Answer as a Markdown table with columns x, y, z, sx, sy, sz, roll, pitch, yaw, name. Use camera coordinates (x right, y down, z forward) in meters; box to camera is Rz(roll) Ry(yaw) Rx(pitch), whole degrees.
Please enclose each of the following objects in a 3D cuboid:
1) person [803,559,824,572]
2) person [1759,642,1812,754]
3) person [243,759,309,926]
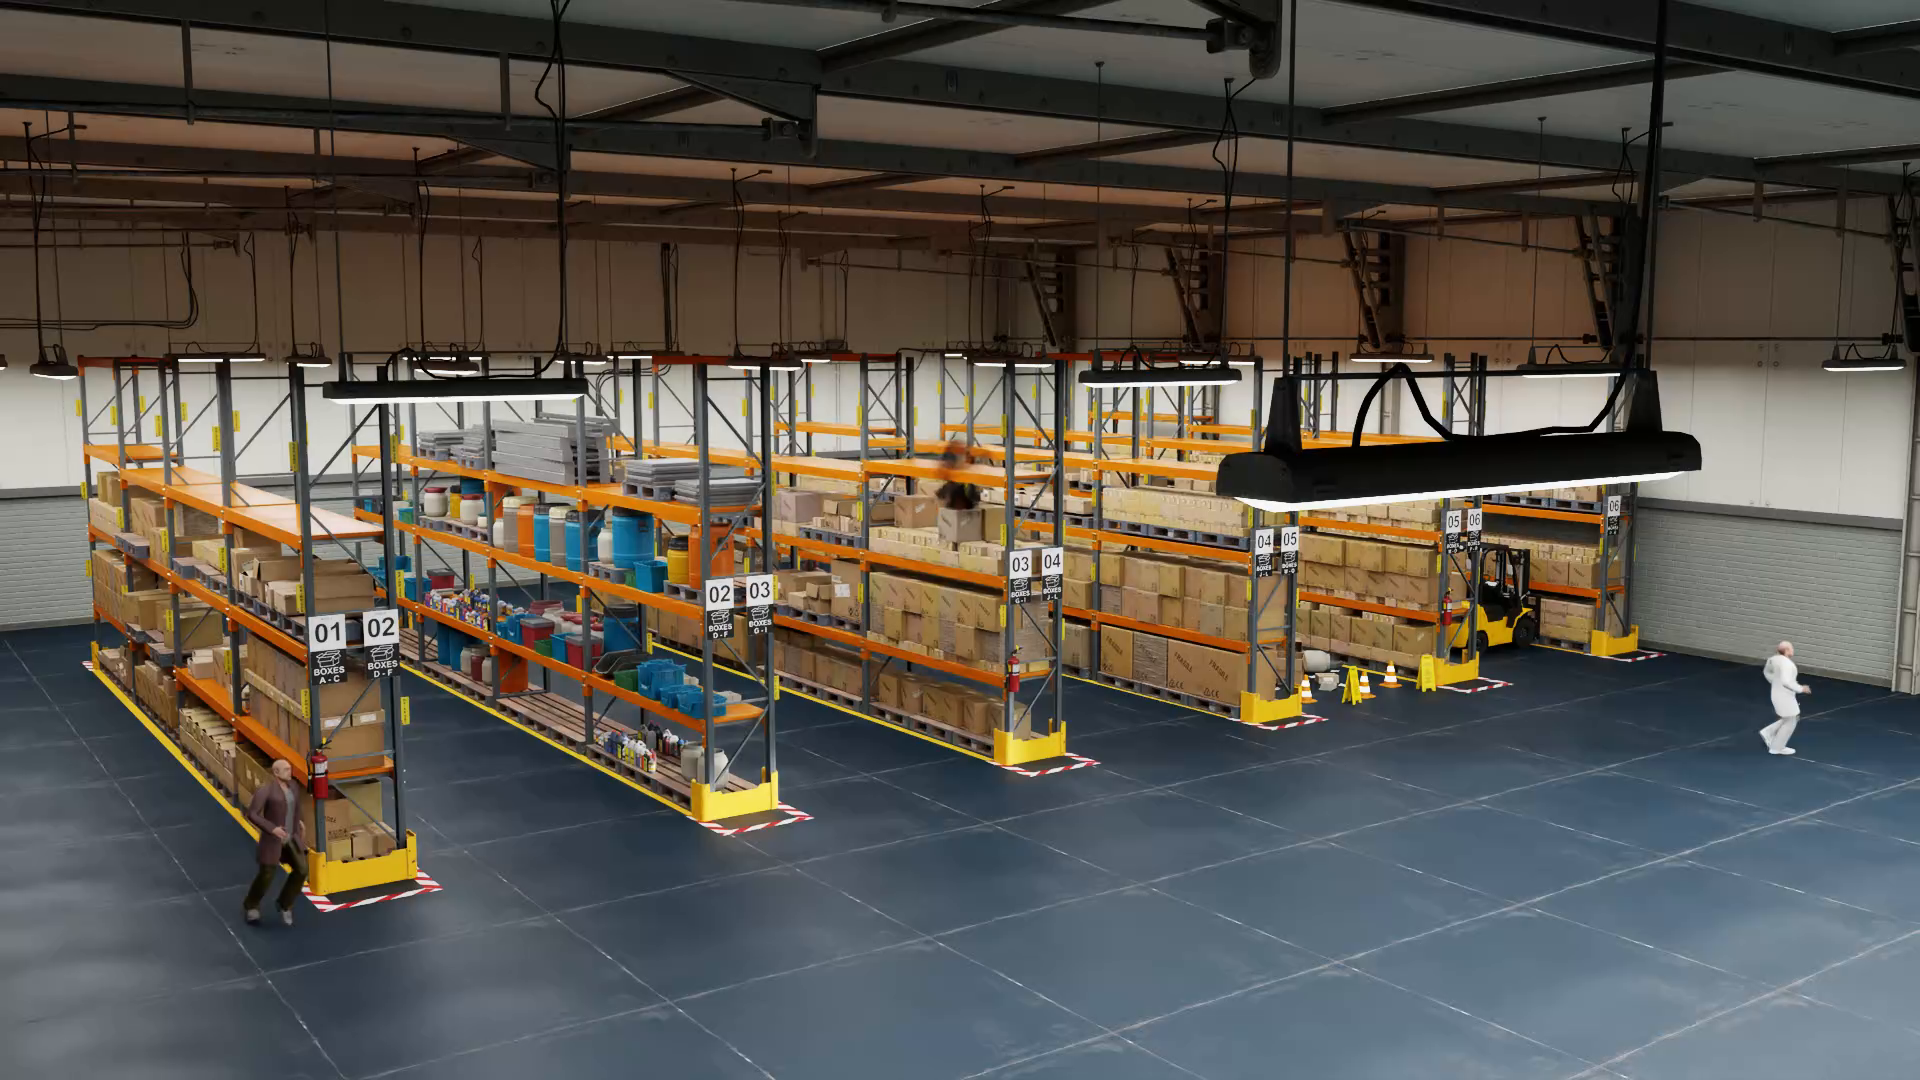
| x | y | z | sx | sy | sz | roll | pitch | yaw | name |
| --- | --- | --- | --- | --- | --- | --- | --- | --- | --- |
| -3.748 | 0.418 | 42.081 | 0.848 | 1.616 | 0.639 | 3 | 8 | 23 | person |
| 12.573 | 2.404 | 25.334 | 0.639 | 1.734 | 0.728 | 1 | 7 | 8 | person |
| -7.421 | 3.284 | 18.163 | 0.726 | 1.788 | 0.770 | 4 | 8 | 32 | person |
